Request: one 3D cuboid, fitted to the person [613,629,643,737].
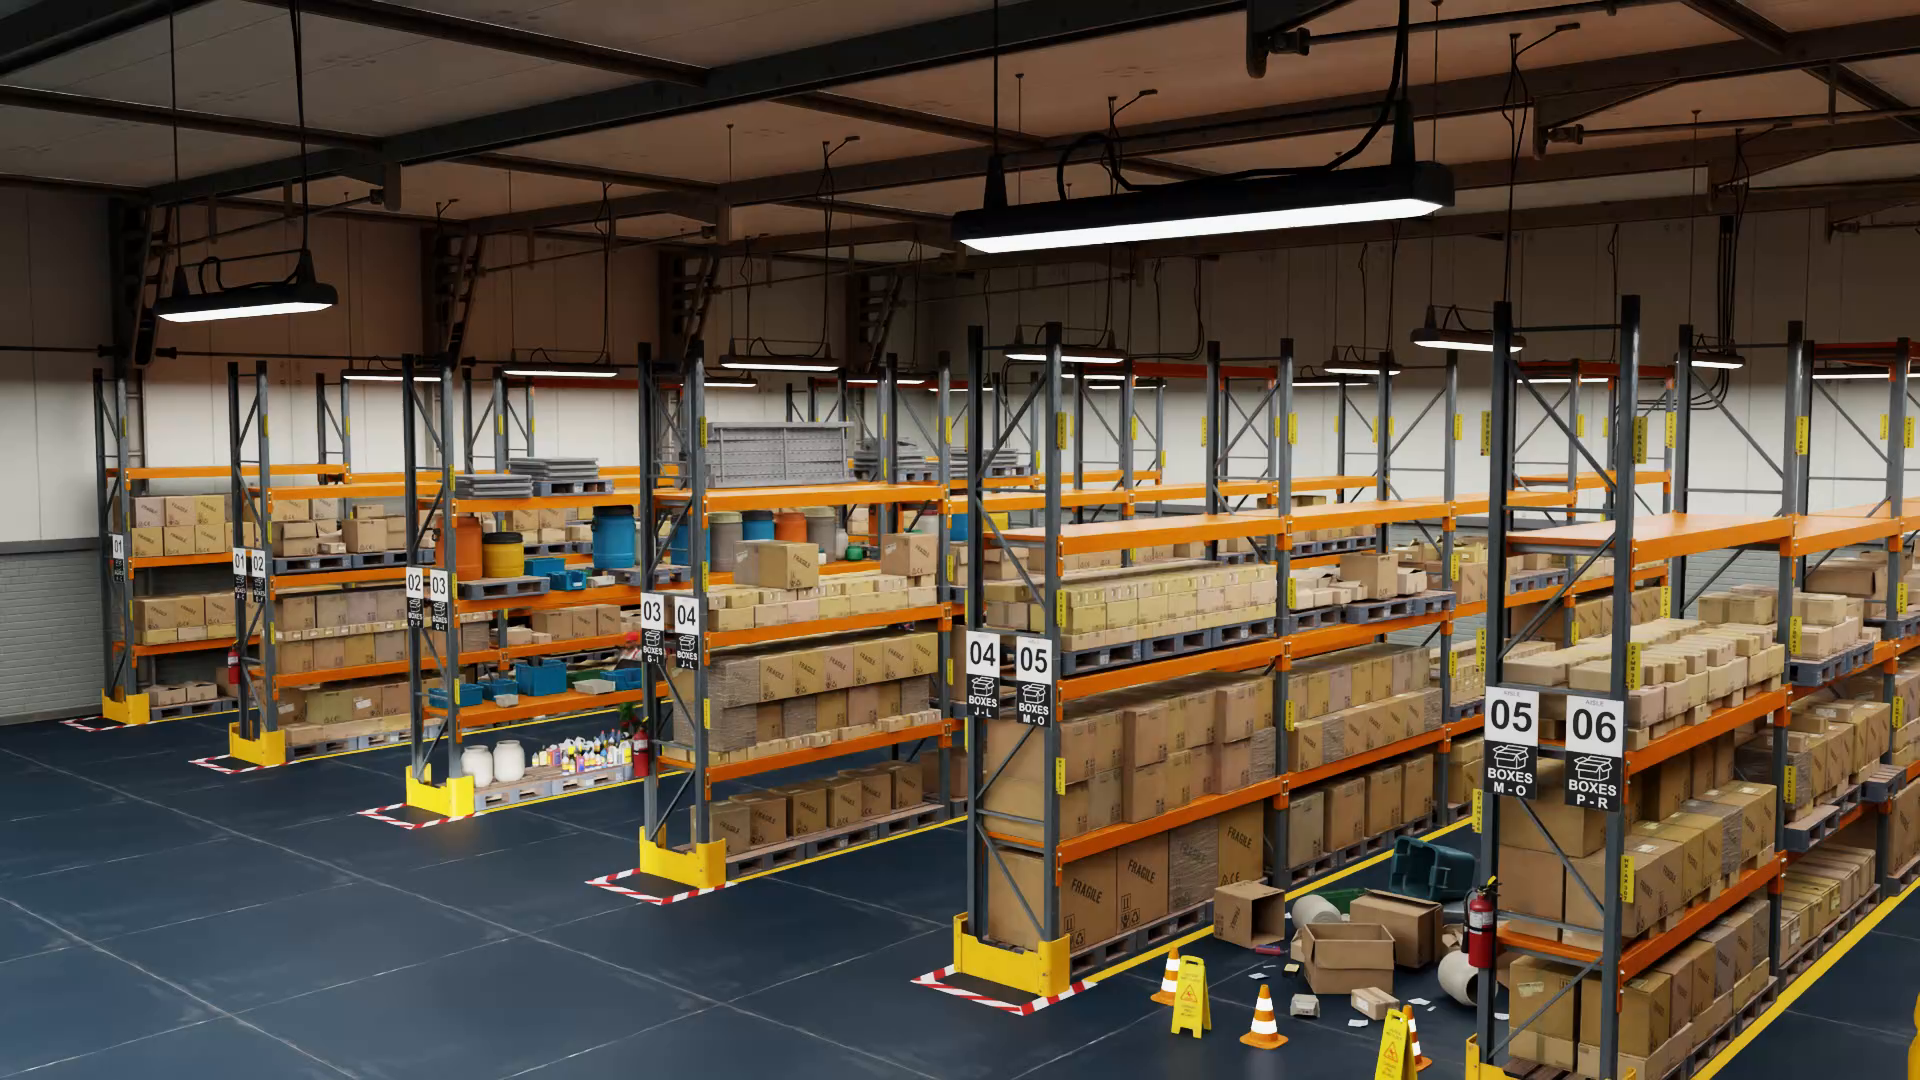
[{"bbox_3d":[-5.250,2.339,26.473,0.642,1.831,0.436,-1,4,-7],"label":"person"}]
